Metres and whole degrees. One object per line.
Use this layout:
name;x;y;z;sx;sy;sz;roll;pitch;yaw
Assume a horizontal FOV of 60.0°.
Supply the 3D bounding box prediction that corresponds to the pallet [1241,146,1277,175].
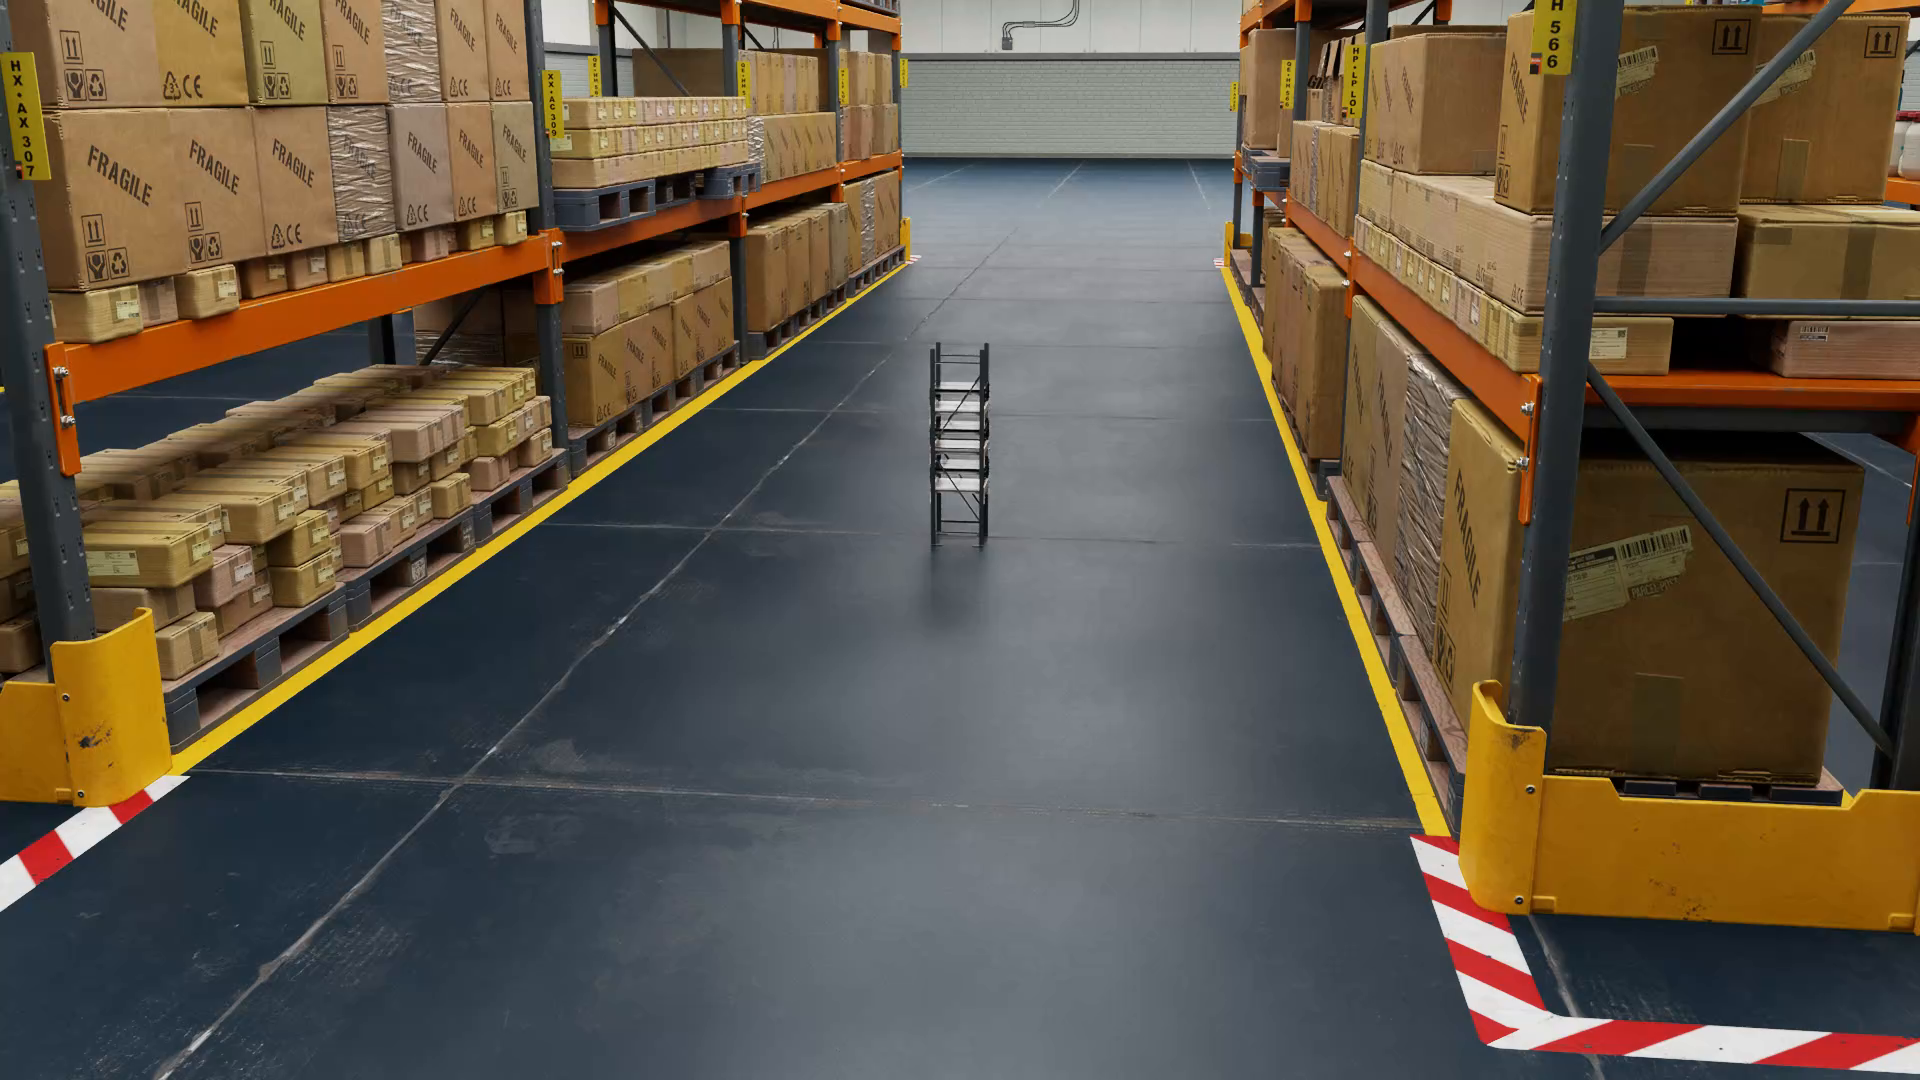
pallet;3.032;-3.368;14.740;1.003;0.211;1.213;2;15;6

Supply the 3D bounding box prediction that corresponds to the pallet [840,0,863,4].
pallet;-1.552;-5.444;16.473;1.003;0.211;1.213;2;15;6

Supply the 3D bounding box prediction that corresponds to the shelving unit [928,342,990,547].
shelving unit;-0.001;-0.432;7.537;0.258;0.900;0.210;2;15;6

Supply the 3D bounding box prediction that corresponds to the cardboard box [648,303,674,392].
cardboard box;-2.107;-1.206;10.359;0.500;0.500;0.500;2;15;7

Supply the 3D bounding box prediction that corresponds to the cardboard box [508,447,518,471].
cardboard box;-2.375;-0.402;8.060;0.380;0.149;0.250;2;15;8

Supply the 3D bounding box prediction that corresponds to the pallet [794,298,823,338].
pallet;-1.802;-1.962;14.512;1.003;0.211;1.213;2;15;6

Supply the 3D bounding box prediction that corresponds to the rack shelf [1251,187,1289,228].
rack shelf;3.037;-2.789;13.608;1.077;0.370;4.000;2;15;6

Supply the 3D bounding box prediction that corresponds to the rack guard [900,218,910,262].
rack guard;-1.201;-3.664;20.256;1.175;0.500;0.348;2;15;6

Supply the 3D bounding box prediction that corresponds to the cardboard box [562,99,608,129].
cardboard box;-2.056;-2.210;8.625;0.380;0.149;0.250;2;15;9

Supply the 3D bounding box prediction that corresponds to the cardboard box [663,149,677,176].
cardboard box;-1.914;-2.261;9.955;0.380;0.149;0.250;1;15;5

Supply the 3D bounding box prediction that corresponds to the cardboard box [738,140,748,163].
cardboard box;-1.705;-2.730;11.688;0.380;0.149;0.250;2;15;7

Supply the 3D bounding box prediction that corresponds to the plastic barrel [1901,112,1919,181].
plastic barrel;7.775;-3.143;13.278;0.433;0.535;0.433;0;15;0

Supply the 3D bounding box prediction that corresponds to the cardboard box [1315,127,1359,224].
cardboard box;2.256;-2.022;9.200;0.500;0.500;0.500;2;15;6

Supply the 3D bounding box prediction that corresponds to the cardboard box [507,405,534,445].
cardboard box;-2.295;-0.561;8.077;0.380;0.149;0.250;1;15;4

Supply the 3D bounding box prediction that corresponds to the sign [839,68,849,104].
sign;-1.114;-4.335;15.879;0.100;0.325;0.005;2;15;6

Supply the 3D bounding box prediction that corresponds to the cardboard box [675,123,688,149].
cardboard box;-1.881;-2.472;10.164;0.380;0.149;0.250;1;15;5

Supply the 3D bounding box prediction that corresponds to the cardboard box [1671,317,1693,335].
cardboard box;2.361;-0.704;5.002;0.380;0.149;0.250;1;15;5

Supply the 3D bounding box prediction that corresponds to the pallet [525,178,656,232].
pallet;-2.326;-1.854;9.139;1.003;0.211;1.213;2;15;6

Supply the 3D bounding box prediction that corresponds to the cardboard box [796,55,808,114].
cardboard box;-1.761;-4.096;14.956;0.700;0.500;0.500;1;15;5

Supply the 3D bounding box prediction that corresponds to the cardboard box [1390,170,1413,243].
cardboard box;1.932;-1.274;6.344;0.500;0.250;0.500;2;15;8

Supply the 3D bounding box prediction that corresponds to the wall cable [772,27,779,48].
wall cable;-7.008;-14.879;51.395;3.097;2.526;0.112;2;15;6

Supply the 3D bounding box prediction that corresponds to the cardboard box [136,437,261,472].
cardboard box;-3.005;-0.310;6.578;0.380;0.149;0.250;1;15;4

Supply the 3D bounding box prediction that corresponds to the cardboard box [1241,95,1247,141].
cardboard box;3.624;-4.742;18.693;0.875;0.500;0.500;2;15;6

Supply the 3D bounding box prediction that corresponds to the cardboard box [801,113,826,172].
cardboard box;-1.505;-3.601;15.042;0.500;0.500;0.500;2;15;6

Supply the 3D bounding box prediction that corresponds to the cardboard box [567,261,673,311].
cardboard box;-2.092;-1.565;10.250;0.500;0.250;0.500;2;15;8

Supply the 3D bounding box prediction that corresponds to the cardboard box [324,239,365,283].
cardboard box;-2.521;-1.074;6.369;0.380;0.149;0.250;2;15;8

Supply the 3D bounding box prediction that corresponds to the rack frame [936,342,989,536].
rack frame;0.011;-0.459;7.634;0.240;0.900;0.006;2;15;6

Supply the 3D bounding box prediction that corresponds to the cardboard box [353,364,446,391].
cardboard box;-2.802;-0.783;8.328;0.380;0.149;0.250;2;15;9

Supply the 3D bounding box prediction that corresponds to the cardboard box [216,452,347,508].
cardboard box;-2.558;-0.230;6.282;0.380;0.149;0.250;2;15;8

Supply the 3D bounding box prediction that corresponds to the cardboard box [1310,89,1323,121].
cardboard box;2.832;-3.010;12.050;0.500;0.500;0.500;0;15;-1

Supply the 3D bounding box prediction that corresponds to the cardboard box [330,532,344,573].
cardboard box;-2.590;0.065;6.332;0.380;0.149;0.250;2;15;6

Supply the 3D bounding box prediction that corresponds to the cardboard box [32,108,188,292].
cardboard box;-2.683;-1.015;4.908;0.500;0.500;0.500;2;15;9

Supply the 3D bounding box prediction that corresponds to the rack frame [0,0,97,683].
rack frame;-3.009;-0.715;4.560;1.000;3.000;0.127;2;15;6

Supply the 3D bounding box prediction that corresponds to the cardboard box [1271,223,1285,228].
cardboard box;3.404;-2.902;16.634;0.500;0.500;0.500;7;17;24

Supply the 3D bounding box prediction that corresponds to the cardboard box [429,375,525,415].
cardboard box;-2.328;-0.699;8.017;0.380;0.149;0.250;2;15;7

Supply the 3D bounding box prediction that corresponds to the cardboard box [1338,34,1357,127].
cardboard box;2.567;-2.618;9.484;0.797;0.503;0.637;2;15;8

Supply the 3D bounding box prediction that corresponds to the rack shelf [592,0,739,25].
rack shelf;-2.332;-3.372;10.017;1.077;0.370;4.000;2;15;6

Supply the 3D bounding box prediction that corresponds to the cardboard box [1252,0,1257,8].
cardboard box;3.176;-5.424;16.515;0.500;0.250;0.500;2;15;6

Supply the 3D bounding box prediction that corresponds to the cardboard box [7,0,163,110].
cardboard box;-2.694;-1.498;4.779;0.500;0.500;0.500;2;15;6

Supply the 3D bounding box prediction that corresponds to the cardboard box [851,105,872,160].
cardboard box;-1.407;-4.276;17.441;0.875;0.550;0.550;2;15;6

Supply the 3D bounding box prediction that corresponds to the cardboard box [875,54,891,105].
cardboard box;-1.254;-5.218;18.857;0.875;0.550;0.550;2;15;6

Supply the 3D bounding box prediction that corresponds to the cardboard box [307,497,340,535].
cardboard box;-2.595;-0.084;6.313;0.380;0.149;0.250;1;15;4

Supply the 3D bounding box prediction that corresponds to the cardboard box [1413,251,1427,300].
cardboard box;1.794;-0.920;5.799;0.380;0.149;0.250;2;15;7

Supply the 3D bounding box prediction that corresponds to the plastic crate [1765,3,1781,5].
plastic crate;7.963;-5.258;16.120;0.243;0.136;0.396;2;15;6

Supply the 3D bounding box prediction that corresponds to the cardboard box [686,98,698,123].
cardboard box;-1.854;-2.683;10.373;0.380;0.149;0.250;2;15;9

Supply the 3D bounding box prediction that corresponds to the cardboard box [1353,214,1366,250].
cardboard box;1.996;-1.392;7.545;0.380;0.149;0.250;2;15;6

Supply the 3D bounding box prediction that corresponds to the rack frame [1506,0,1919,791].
rack frame;1.908;-0.543;3.923;1.000;3.000;0.127;2;15;6

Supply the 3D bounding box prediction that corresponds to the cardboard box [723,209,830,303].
cardboard box;-1.748;-2.530;14.779;1.050;0.750;0.750;2;15;6

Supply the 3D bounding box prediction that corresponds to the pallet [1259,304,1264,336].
pallet;3.041;-1.790;13.876;1.003;0.211;1.213;2;15;6

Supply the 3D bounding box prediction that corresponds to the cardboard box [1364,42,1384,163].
cardboard box;2.052;-1.897;7.211;0.500;0.500;0.500;2;15;6

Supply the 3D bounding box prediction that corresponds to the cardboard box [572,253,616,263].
cardboard box;-2.550;-1.717;10.812;0.500;0.250;0.500;2;15;7
